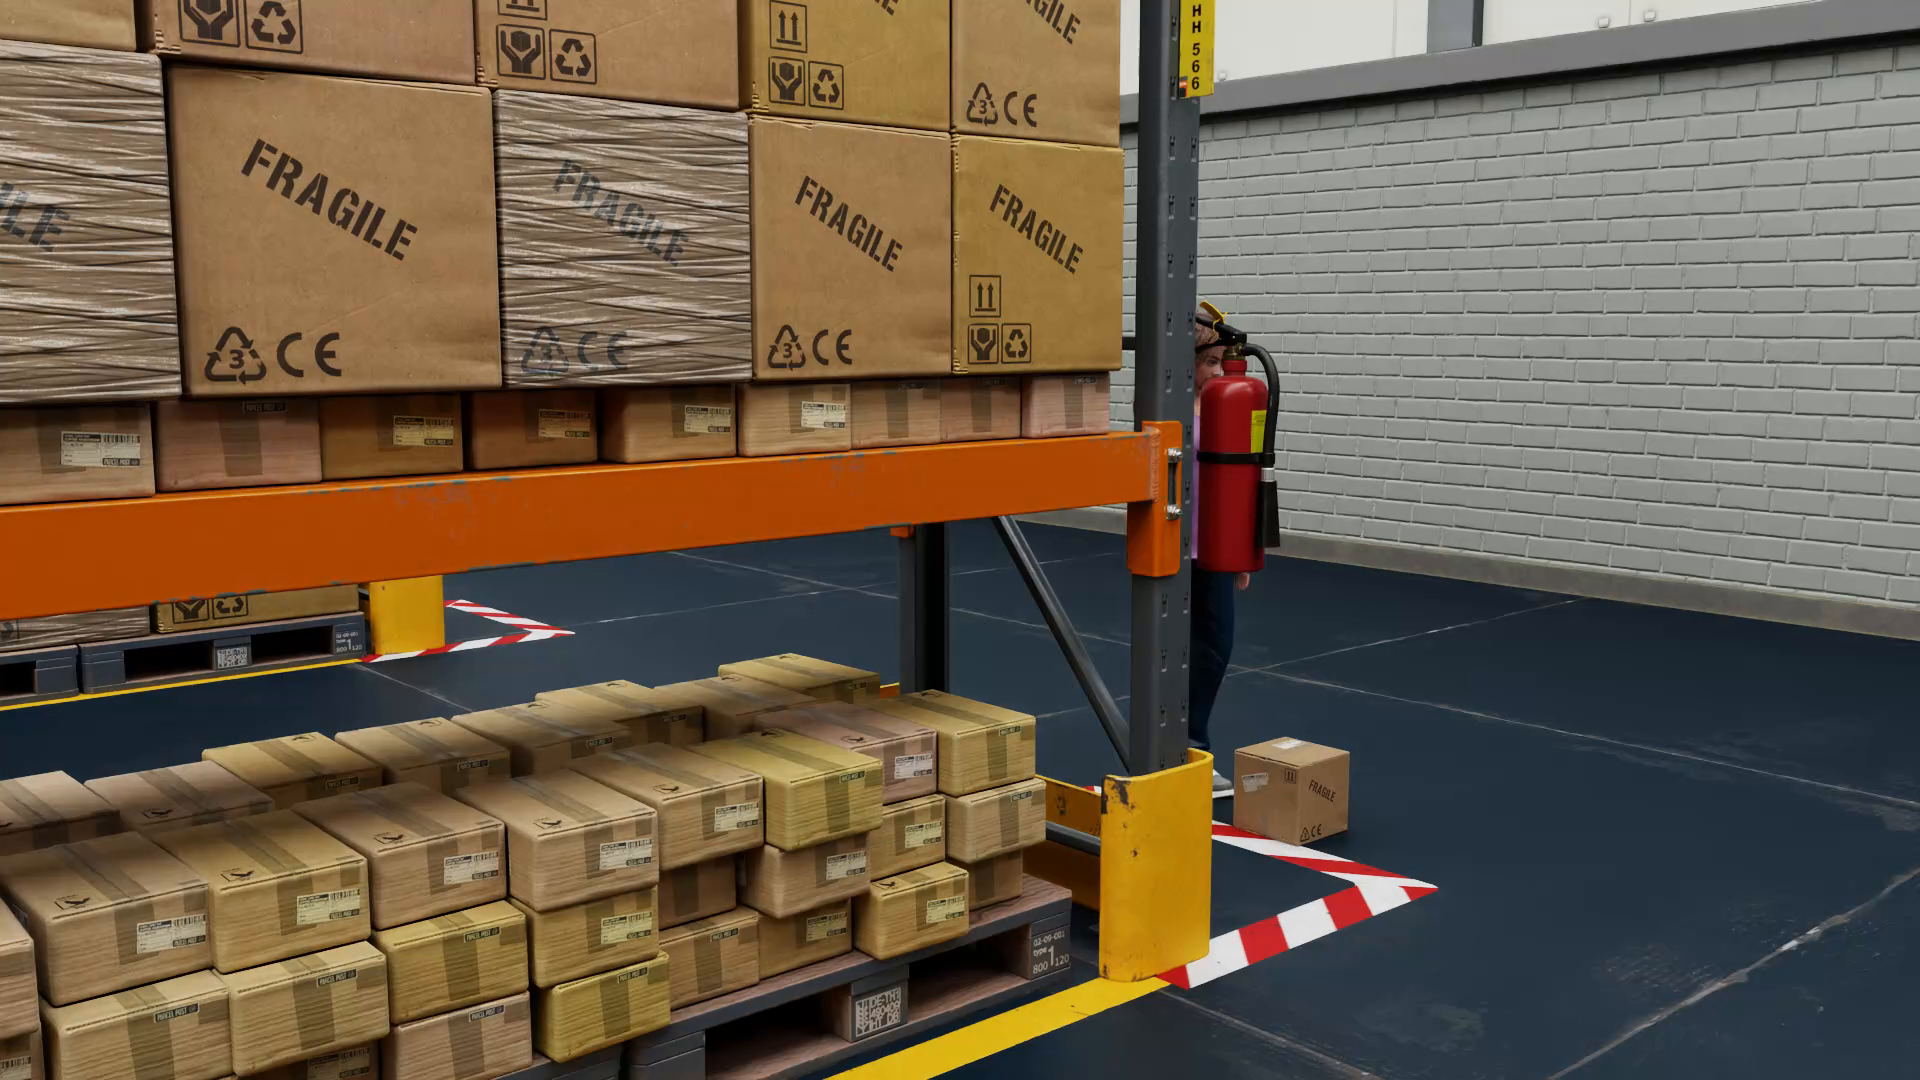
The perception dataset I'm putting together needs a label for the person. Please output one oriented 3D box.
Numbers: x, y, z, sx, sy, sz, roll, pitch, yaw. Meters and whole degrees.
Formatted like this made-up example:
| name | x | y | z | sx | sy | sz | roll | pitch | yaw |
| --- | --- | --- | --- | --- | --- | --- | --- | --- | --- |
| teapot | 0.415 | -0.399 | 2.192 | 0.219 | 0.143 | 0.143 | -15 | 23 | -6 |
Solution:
| name | x | y | z | sx | sy | sz | roll | pitch | yaw |
| --- | --- | --- | --- | --- | --- | --- | --- | --- | --- |
| person | 0.746 | 0.061 | 5.423 | 0.409 | 1.592 | 0.304 | -6 | 9 | -36 |
